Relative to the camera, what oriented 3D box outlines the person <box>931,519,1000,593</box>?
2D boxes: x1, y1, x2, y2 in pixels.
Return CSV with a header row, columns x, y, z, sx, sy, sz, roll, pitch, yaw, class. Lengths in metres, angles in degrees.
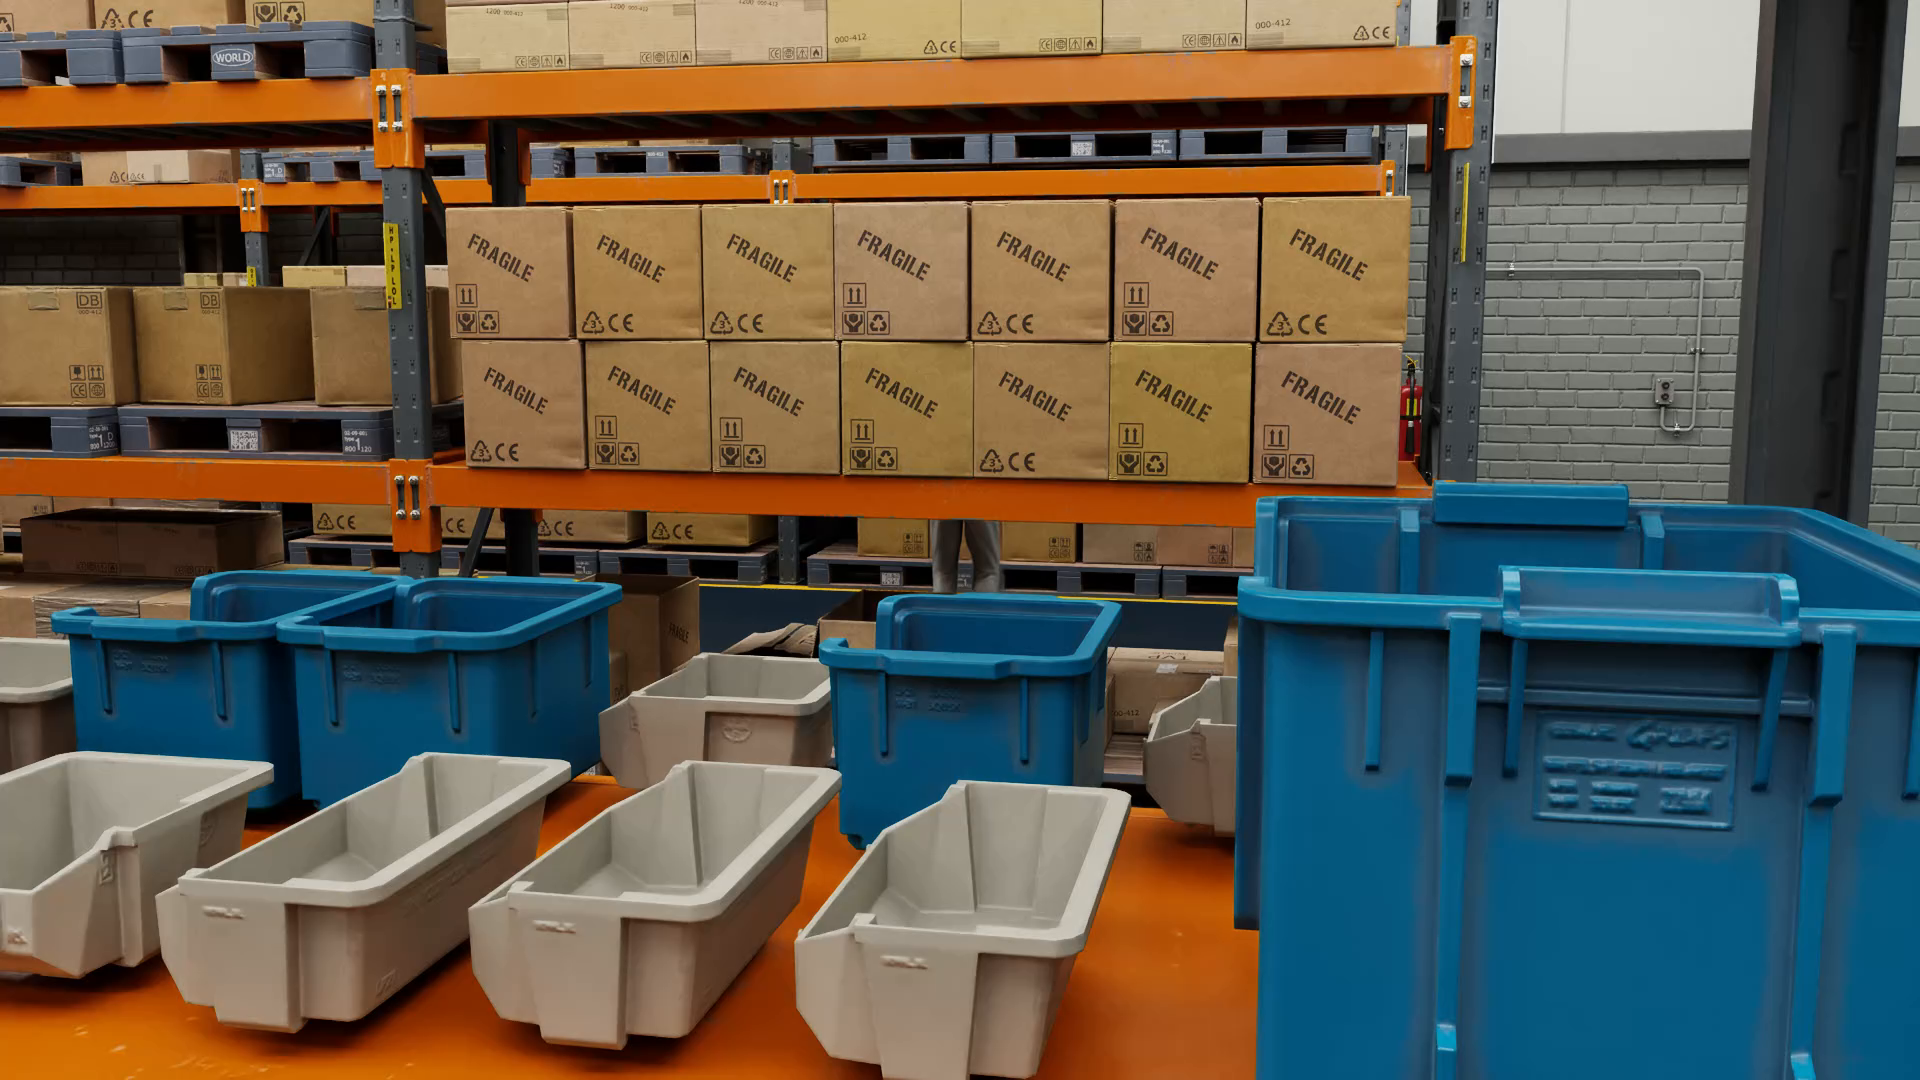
x,y,z,sx,sy,sz,roll,pitch,yaw,class
0.033,-0.169,9.107,0.409,1.658,0.519,1,8,10,person
